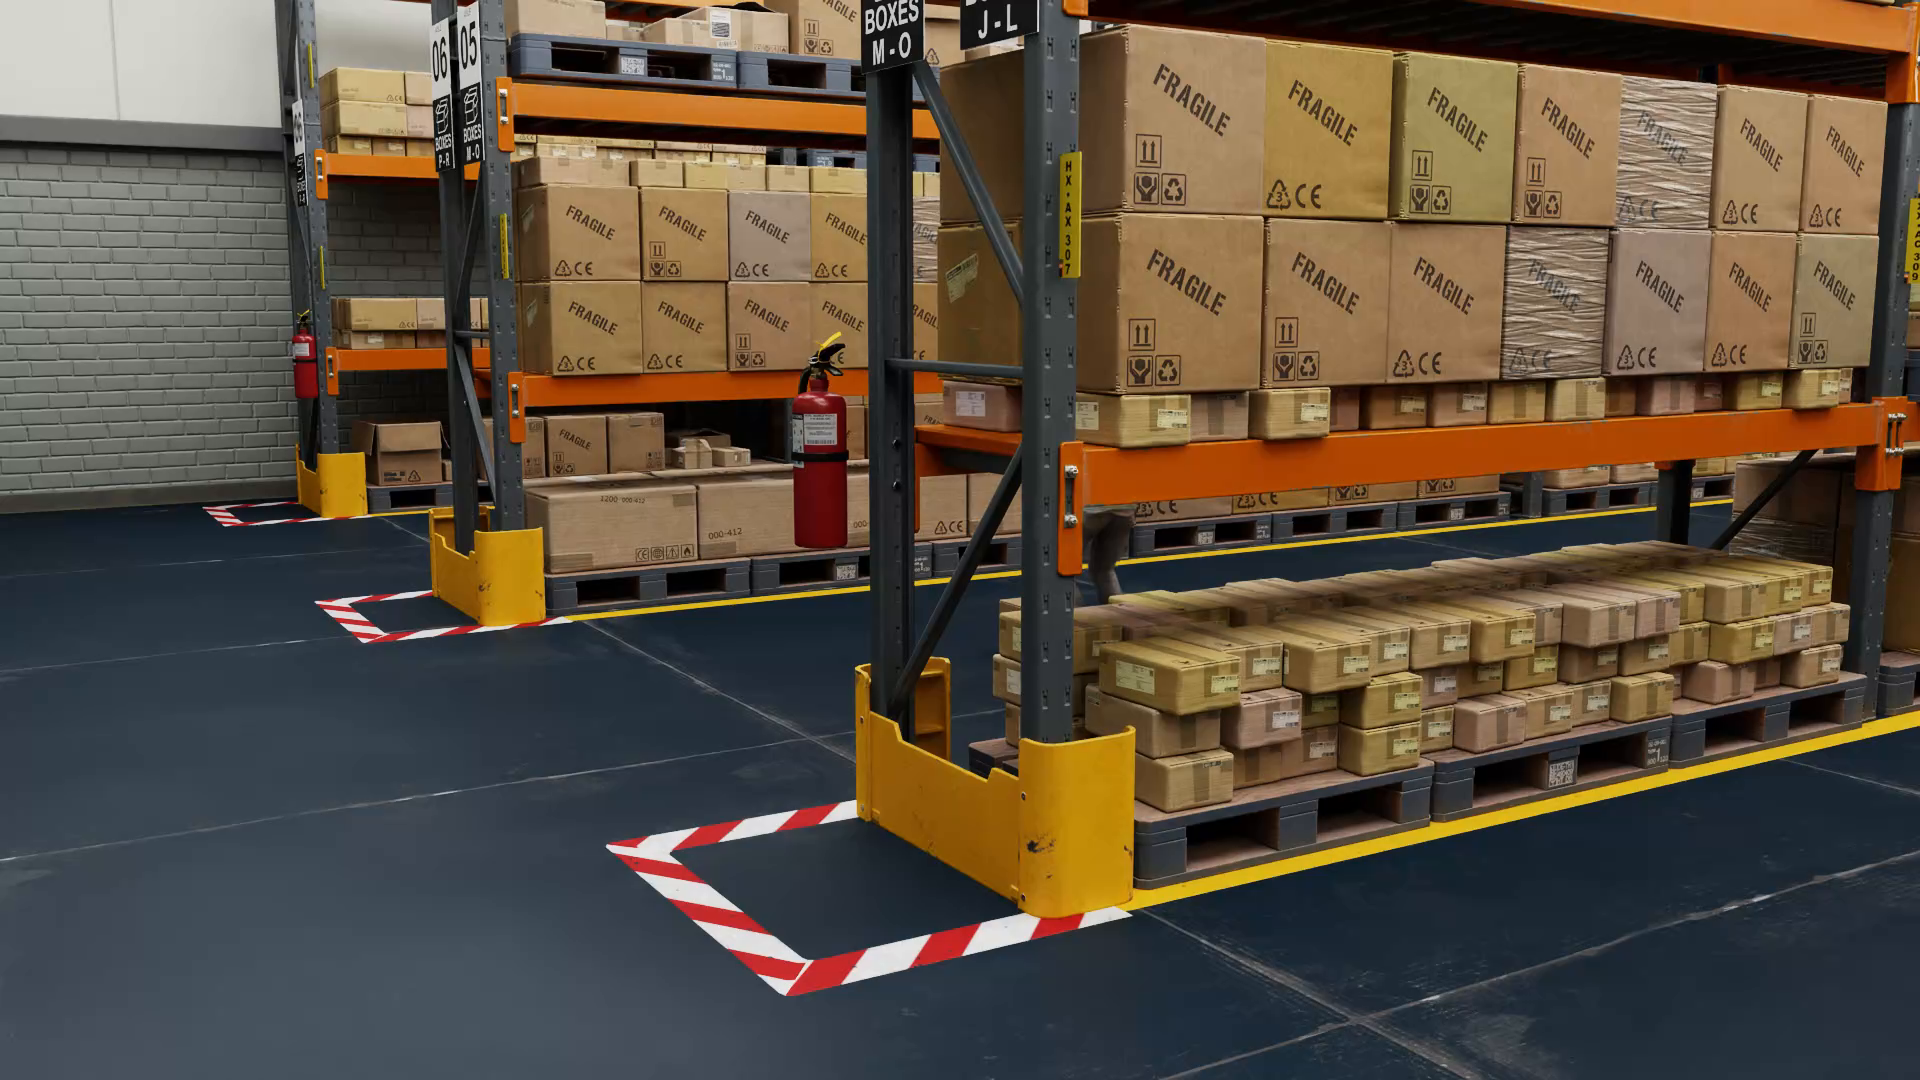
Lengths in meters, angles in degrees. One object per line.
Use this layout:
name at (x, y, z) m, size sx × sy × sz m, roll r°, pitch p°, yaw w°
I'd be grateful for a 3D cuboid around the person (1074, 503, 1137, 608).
person at (0.581, -0.143, 7.619) m, size 0.437 × 1.526 × 0.437 m, roll -5°, pitch 10°, yaw -29°
